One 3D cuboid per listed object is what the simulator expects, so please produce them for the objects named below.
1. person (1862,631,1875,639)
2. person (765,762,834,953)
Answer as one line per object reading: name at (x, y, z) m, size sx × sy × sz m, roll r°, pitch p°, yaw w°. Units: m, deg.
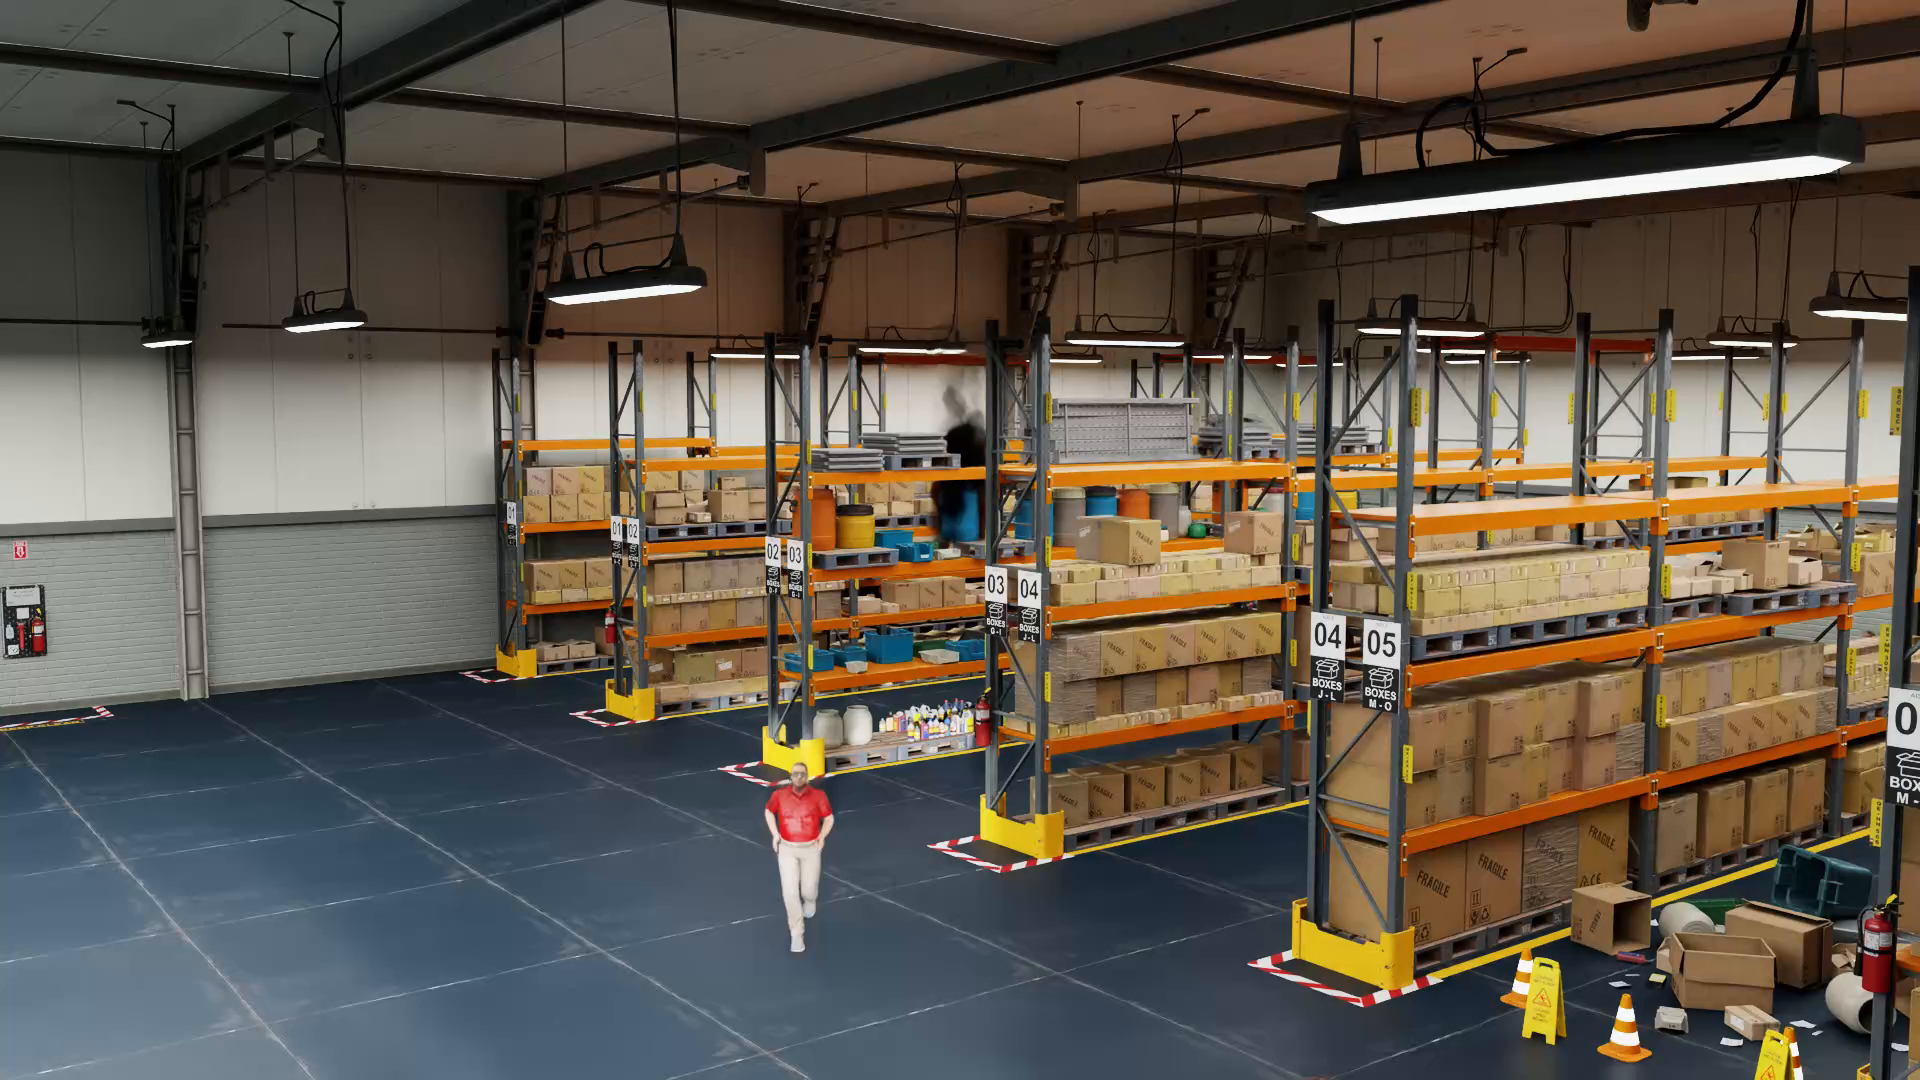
person at (13.358, 2.155, 24.545) m, size 0.959 × 1.651 × 0.587 m, roll -4°, pitch 6°, yaw -35°
person at (-1.522, 2.951, 15.757) m, size 0.663 × 1.718 × 0.833 m, roll 0°, pitch 5°, yaw -4°
